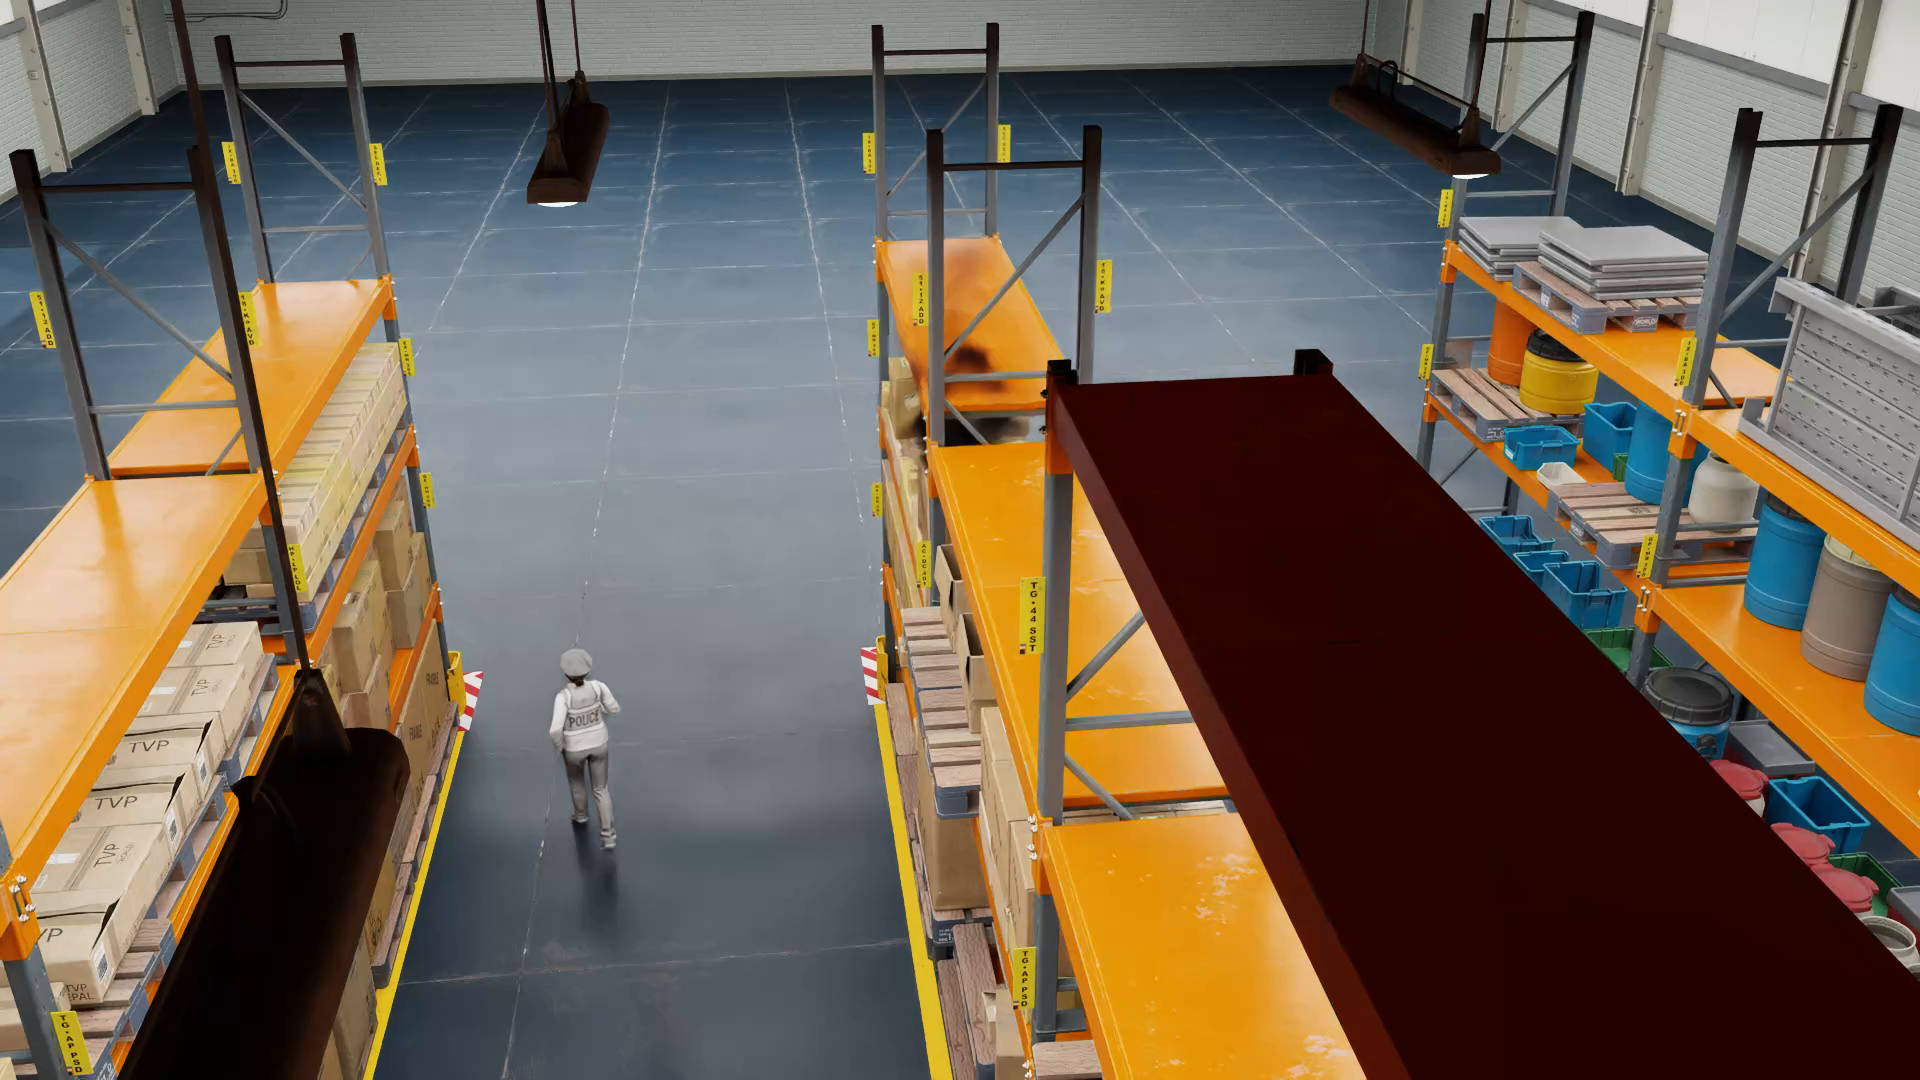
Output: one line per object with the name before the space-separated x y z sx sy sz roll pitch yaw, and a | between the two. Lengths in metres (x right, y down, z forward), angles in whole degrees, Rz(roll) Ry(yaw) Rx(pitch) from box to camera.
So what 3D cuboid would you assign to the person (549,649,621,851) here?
person | -2.929 1.642 13.062 0.603 1.712 0.885 -11 28 -21
